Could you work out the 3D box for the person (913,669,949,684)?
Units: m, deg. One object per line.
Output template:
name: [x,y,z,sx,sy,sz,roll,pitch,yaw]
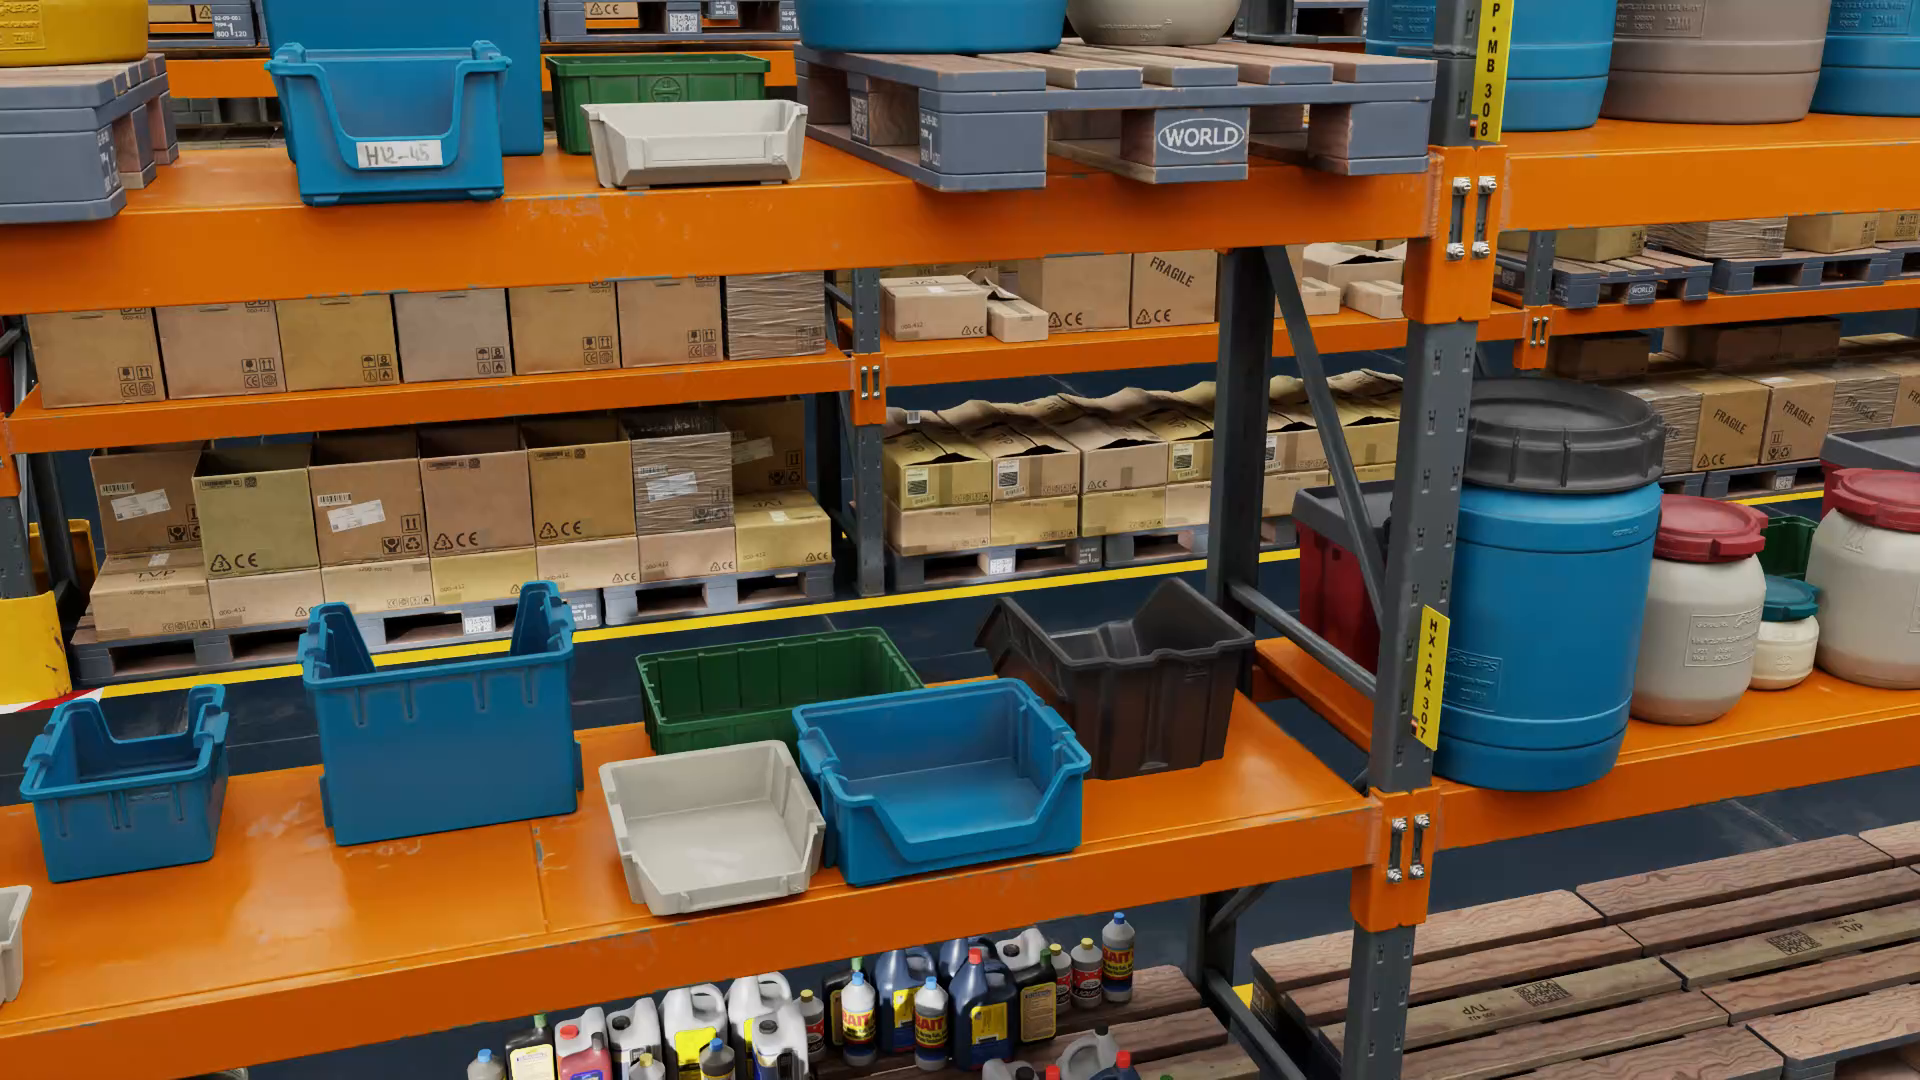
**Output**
person: [-0.205,0.854,6.173,0.520,0.830,0.897,-6,20,-17]
